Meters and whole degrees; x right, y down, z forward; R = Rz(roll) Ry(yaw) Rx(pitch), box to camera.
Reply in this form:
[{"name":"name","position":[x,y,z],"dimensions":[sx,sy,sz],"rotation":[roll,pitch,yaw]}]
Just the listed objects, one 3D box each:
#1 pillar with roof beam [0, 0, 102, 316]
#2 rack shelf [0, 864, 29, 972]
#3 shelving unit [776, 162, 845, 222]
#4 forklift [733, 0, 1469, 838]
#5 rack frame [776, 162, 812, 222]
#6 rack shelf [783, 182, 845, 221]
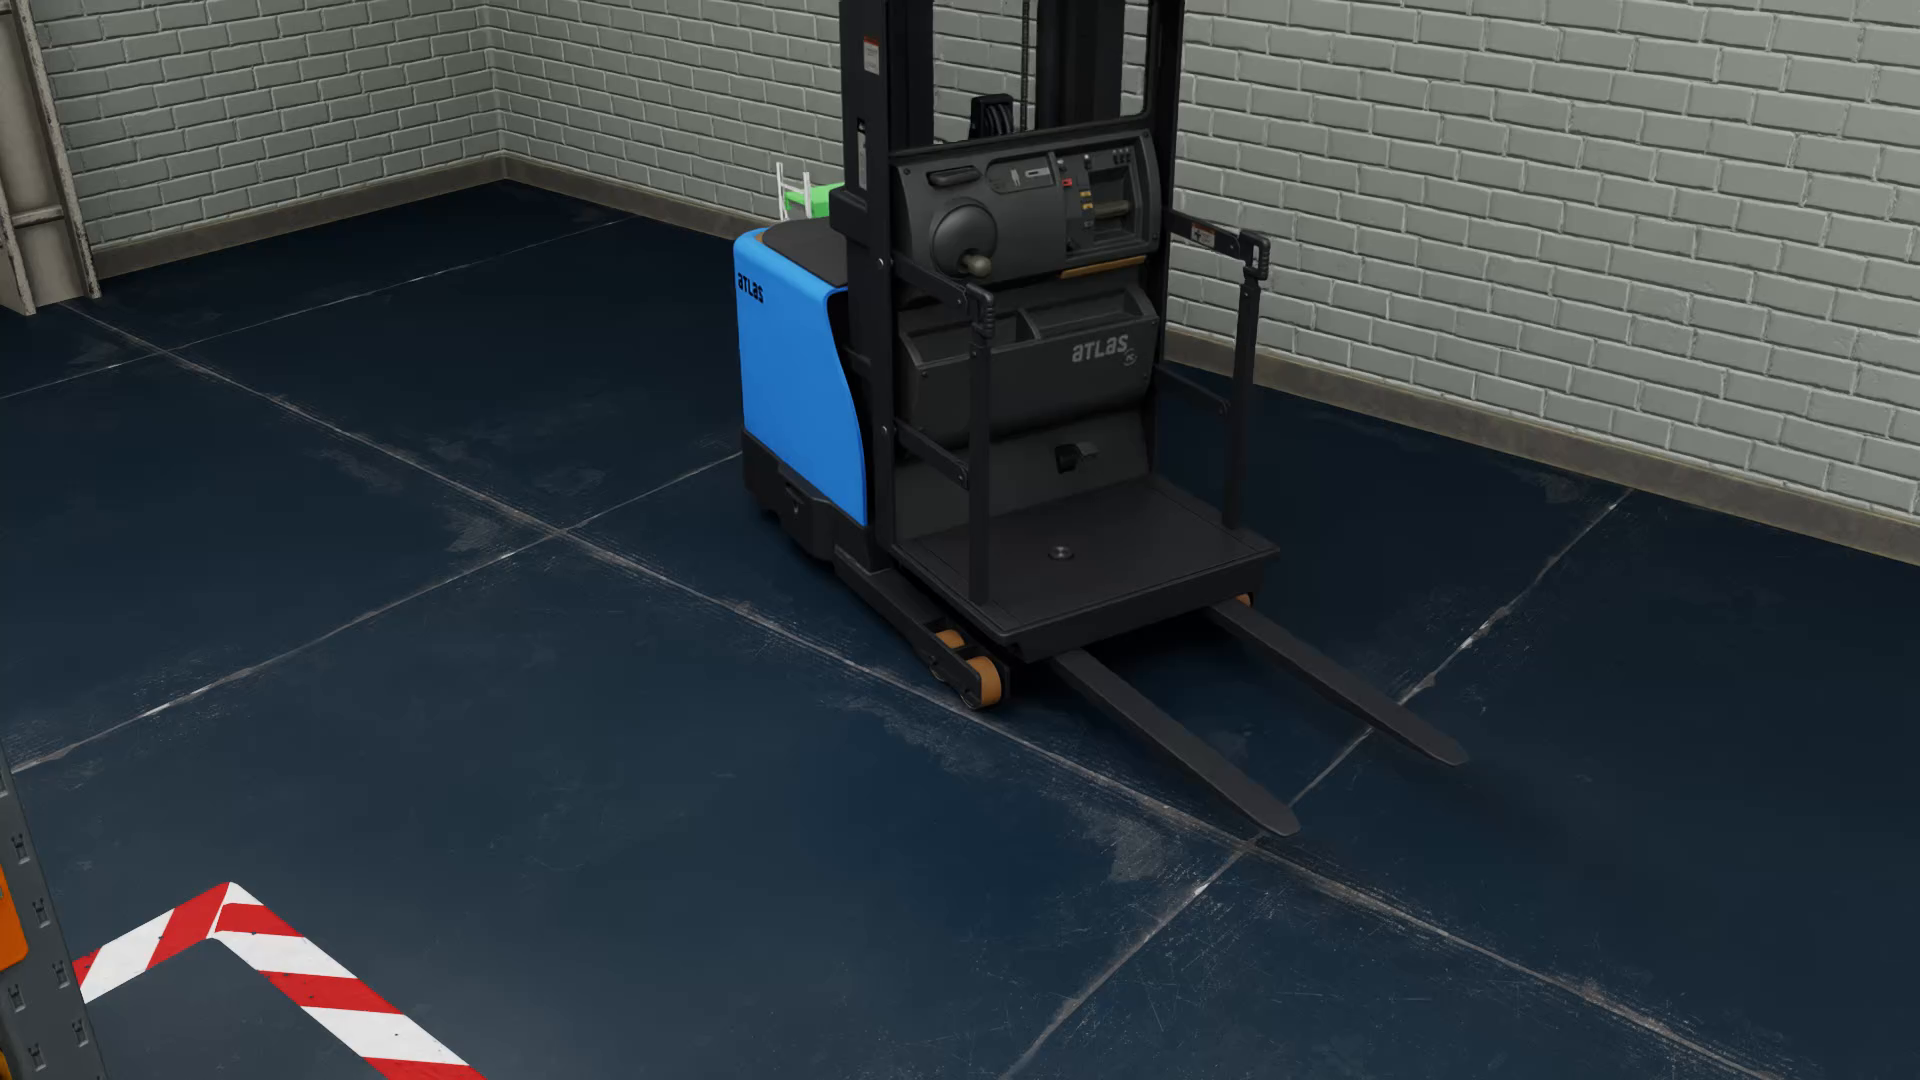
[{"name":"pillar with roof beam","position":[-1.420,-3.993,4.176],"dimensions":[9.100,9.000,0.400],"rotation":[21,34,34]},{"name":"rack shelf","position":[-3.239,1.098,1.646],"dimensions":[1.077,0.370,4.000],"rotation":[21,34,34]},{"name":"shelving unit","position":[-0.424,-0.950,6.767],"dimensions":[0.503,1.200,0.258],"rotation":[-17,29,-29]},{"name":"forklift","position":[0.343,-1.014,5.019],"dimensions":[1.130,2.935,3.031],"rotation":[-15,31,-27]},{"name":"rack frame","position":[-0.627,-0.888,6.647],"dimensions":[0.015,1.200,0.240],"rotation":[-17,29,-29]},{"name":"rack shelf","position":[-0.435,-1.327,6.591],"dimensions":[0.480,0.148,0.258],"rotation":[-17,29,-29]}]
